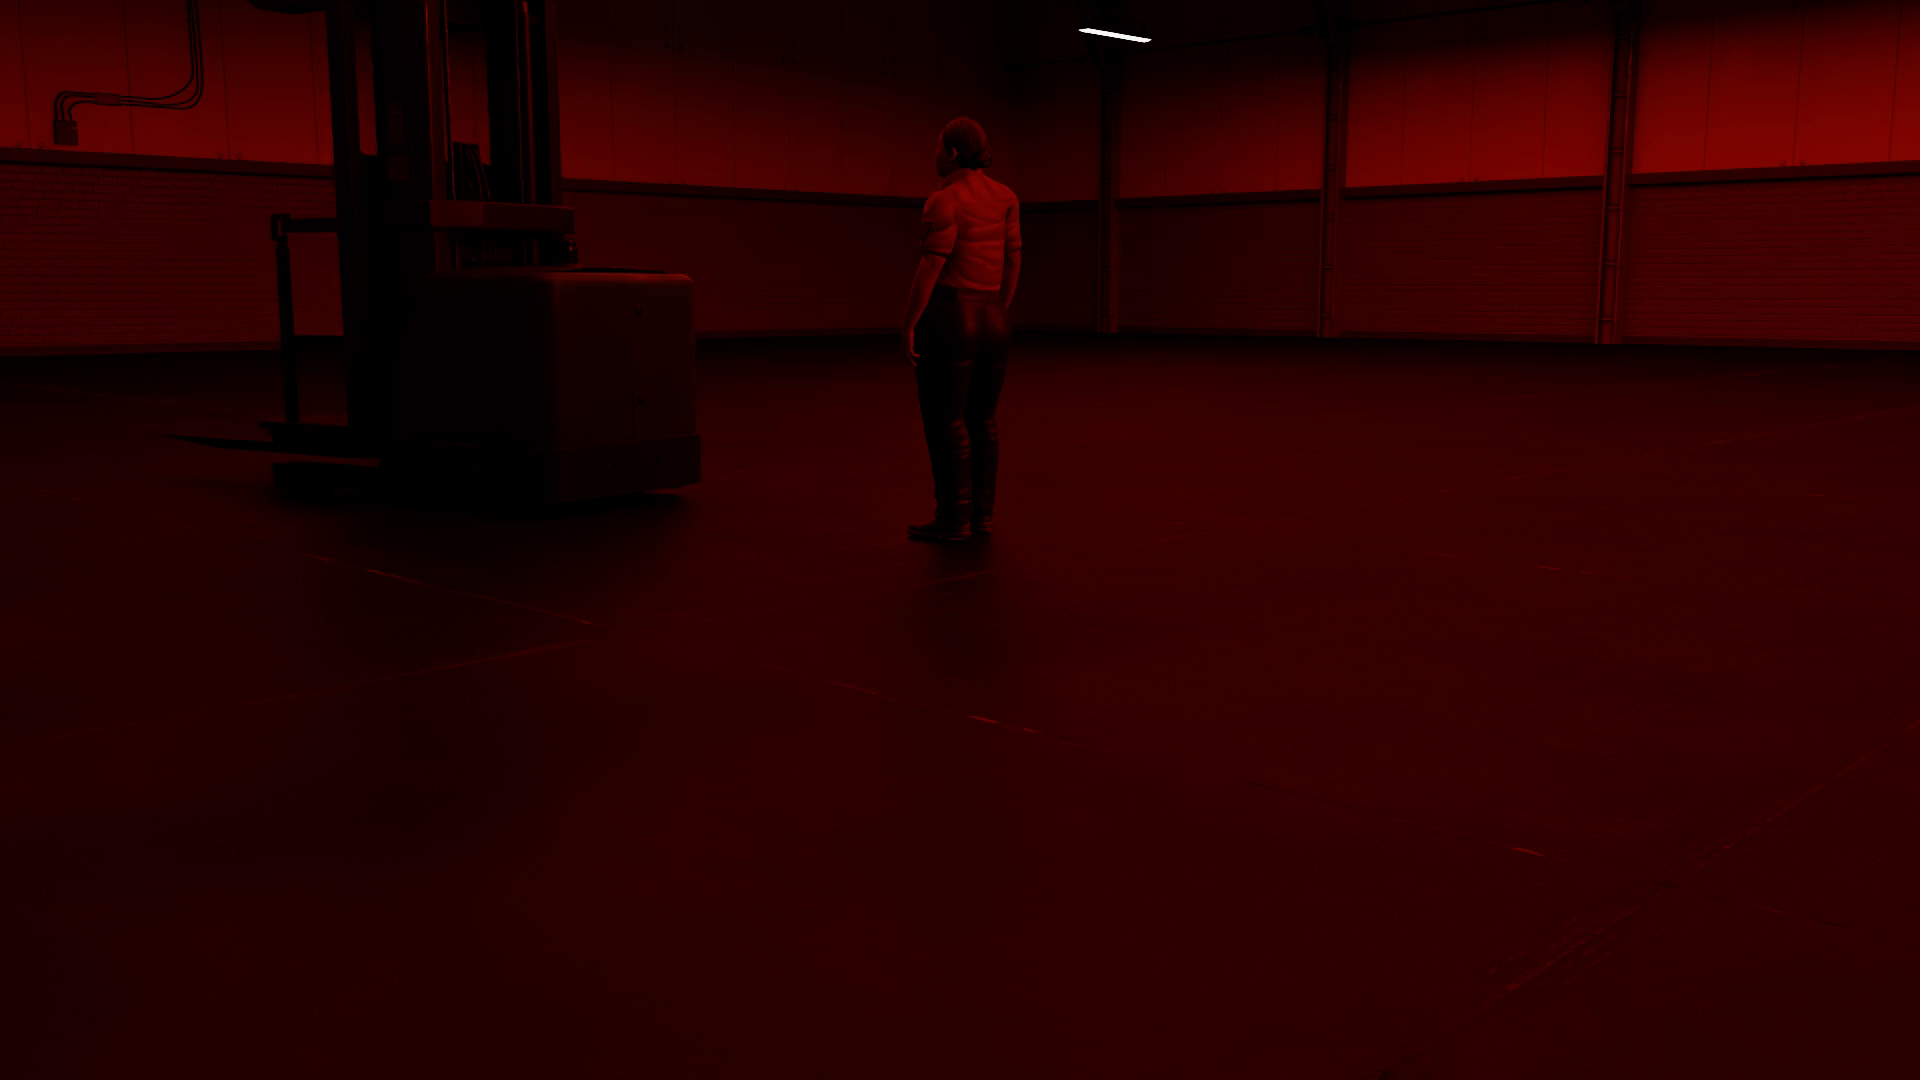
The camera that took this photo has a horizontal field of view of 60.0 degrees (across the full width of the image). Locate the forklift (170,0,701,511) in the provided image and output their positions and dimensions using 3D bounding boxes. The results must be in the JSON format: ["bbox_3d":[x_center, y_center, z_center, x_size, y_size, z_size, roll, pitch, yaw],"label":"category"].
[{"bbox_3d":[-2.787,-1.716,8.270,3.031,2.935,1.130,5,10,31],"label":"forklift"}]

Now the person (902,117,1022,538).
[{"bbox_3d":[-0.048,-0.834,6.671,0.503,1.651,0.598,8,12,43],"label":"person"}]
